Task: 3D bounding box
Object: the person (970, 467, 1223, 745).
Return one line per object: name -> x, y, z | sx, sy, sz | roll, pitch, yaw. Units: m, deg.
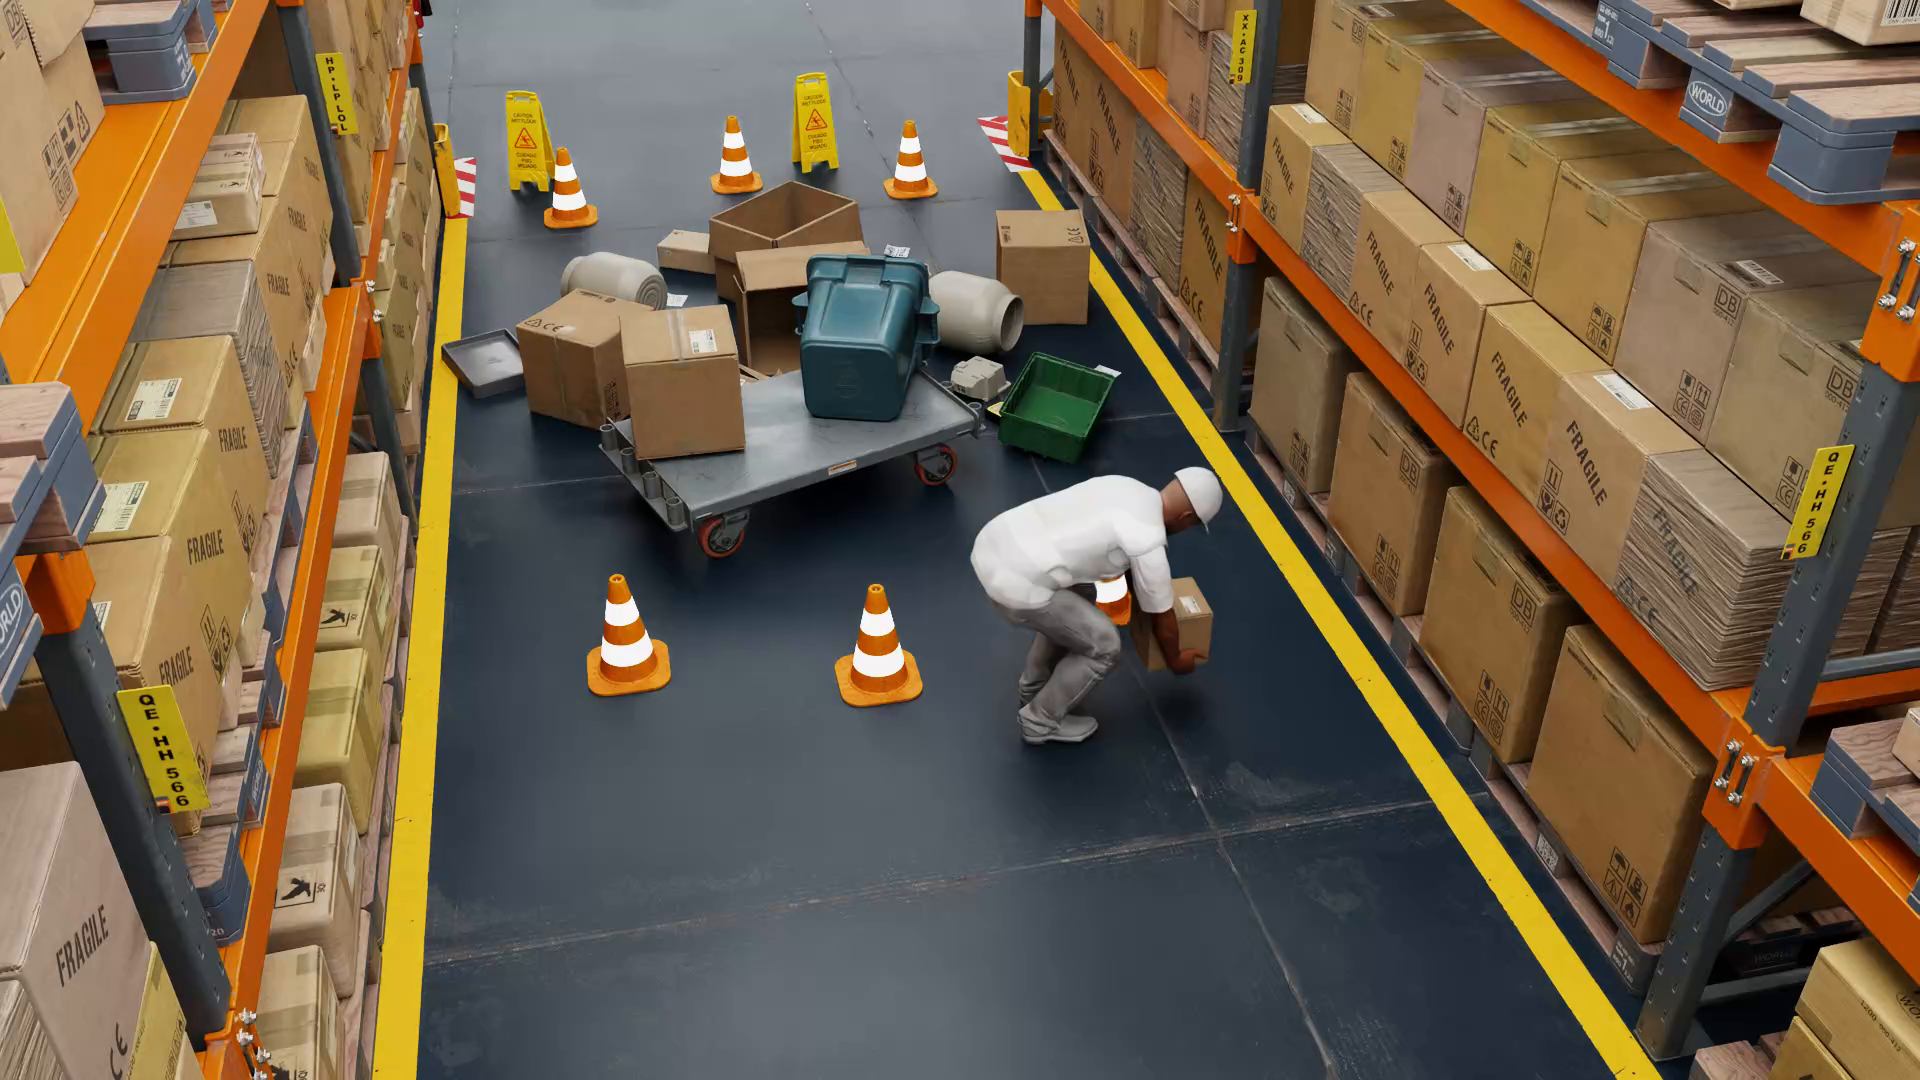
person -> 0.526, 0.231, 6.416 | 0.966, 1.052, 0.515 | -9, 35, -13
